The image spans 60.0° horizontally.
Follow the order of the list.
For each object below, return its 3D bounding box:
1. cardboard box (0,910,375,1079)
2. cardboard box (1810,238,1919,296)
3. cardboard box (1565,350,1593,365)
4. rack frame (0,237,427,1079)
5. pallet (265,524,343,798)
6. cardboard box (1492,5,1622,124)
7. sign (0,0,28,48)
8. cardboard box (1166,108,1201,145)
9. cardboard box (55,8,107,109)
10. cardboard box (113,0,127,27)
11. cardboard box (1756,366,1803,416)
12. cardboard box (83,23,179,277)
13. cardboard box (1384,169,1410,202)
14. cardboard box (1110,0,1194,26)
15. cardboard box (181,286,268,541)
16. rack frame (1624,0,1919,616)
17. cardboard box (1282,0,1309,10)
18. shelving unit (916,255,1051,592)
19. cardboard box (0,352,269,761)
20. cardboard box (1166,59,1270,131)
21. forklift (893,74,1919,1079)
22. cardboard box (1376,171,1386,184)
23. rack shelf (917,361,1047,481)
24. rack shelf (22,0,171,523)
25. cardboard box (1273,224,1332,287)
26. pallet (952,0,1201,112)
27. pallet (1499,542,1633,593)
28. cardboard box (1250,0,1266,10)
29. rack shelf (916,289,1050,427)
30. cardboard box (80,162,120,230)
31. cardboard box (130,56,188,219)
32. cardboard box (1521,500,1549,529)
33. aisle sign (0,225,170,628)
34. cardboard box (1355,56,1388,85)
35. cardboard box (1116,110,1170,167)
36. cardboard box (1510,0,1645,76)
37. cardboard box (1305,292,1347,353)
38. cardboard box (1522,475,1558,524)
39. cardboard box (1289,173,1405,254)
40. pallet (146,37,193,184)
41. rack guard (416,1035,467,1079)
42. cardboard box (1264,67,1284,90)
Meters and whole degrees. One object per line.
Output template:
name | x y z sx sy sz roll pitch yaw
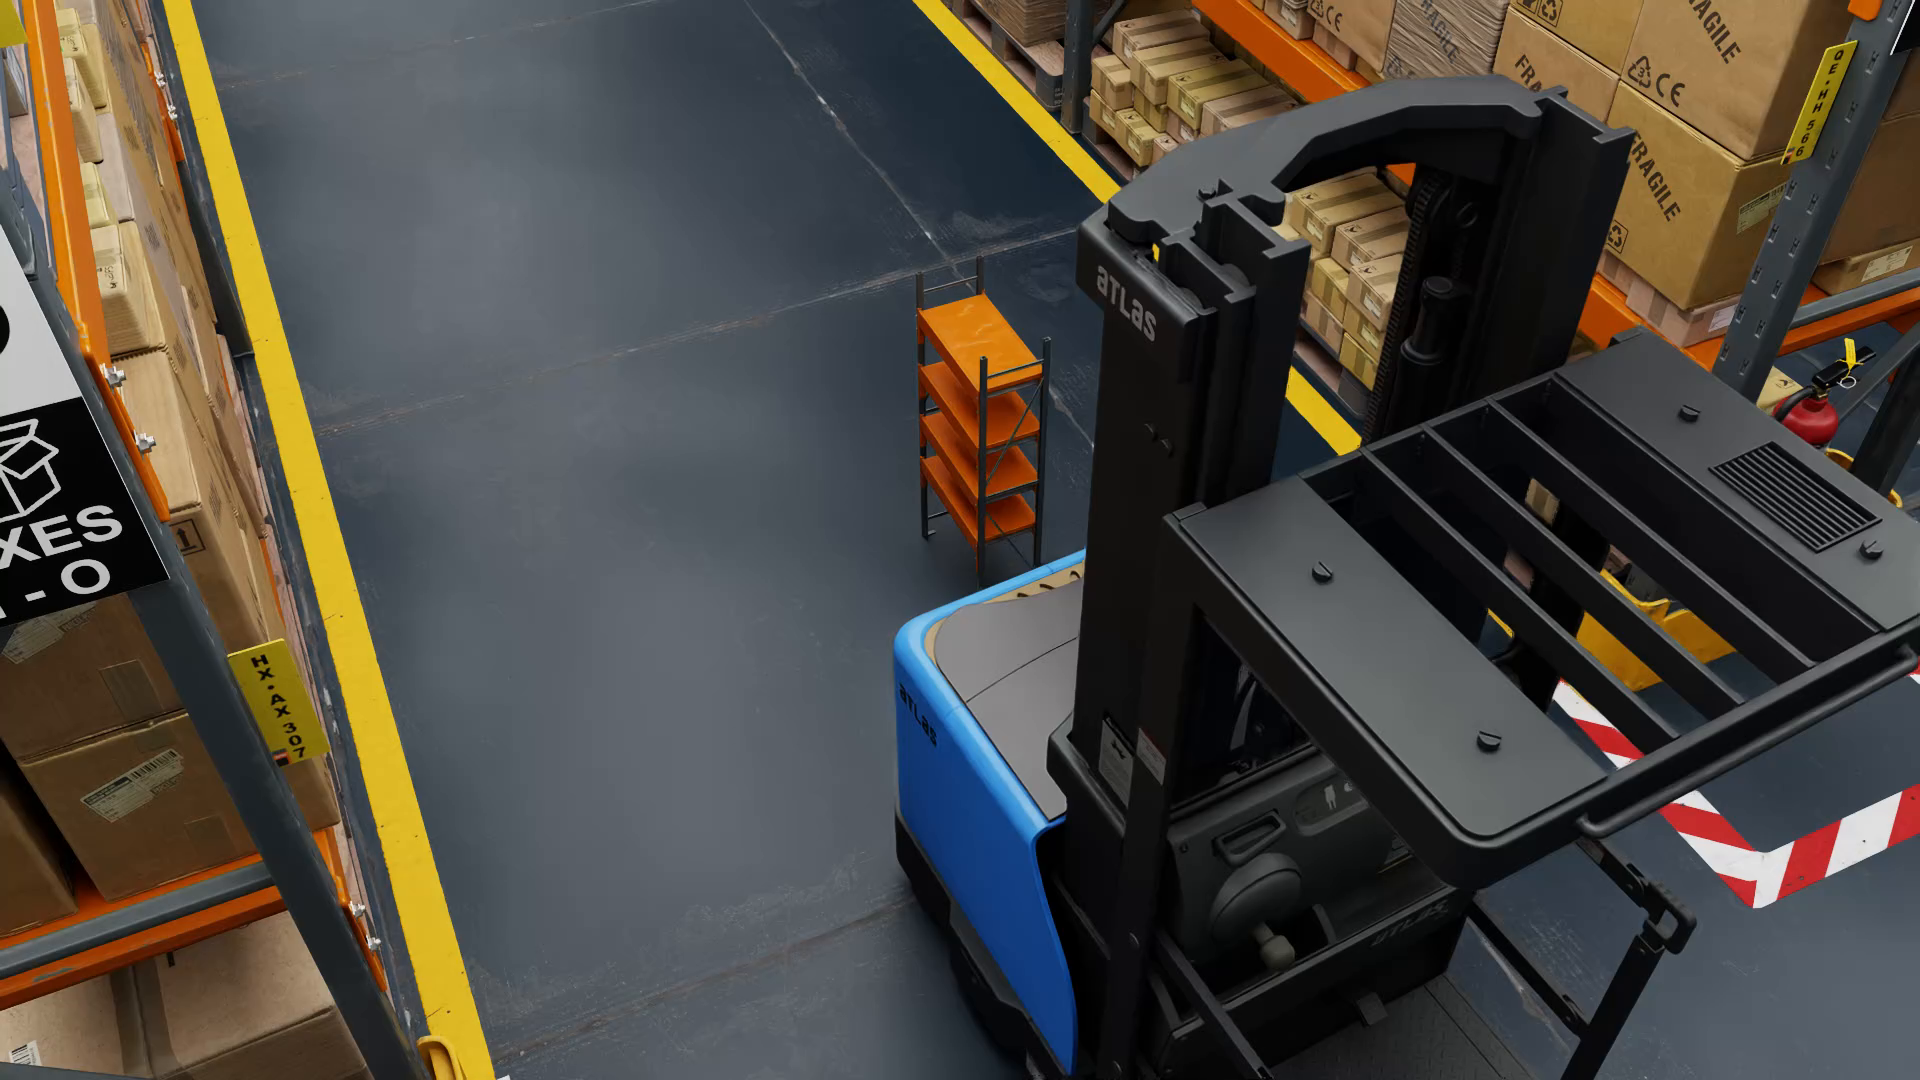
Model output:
cardboard box | -2.151 1.178 4.445 0.875 0.438 0.875 -20 48 -19
cardboard box | 2.827 -0.933 5.239 0.380 0.149 0.250 -18 48 -18
cardboard box | 2.160 -0.505 5.934 0.380 0.149 0.250 -17 47 -17
rack frame | -1.783 0.807 3.297 1.000 3.000 0.127 -18 47 -17
pallet | -2.699 0.537 5.556 1.003 0.211 1.213 -18 47 -17
cardboard box | 2.031 -1.401 5.251 0.500 0.500 0.500 -19 48 -18
sign | -1.277 -0.760 2.071 0.100 0.325 0.005 -18 47 -17
cardboard box | 1.169 -1.904 7.563 0.380 0.149 0.250 -18 47 -18
cardboard box | -2.295 -1.124 4.009 0.380 0.149 0.250 -19 48 -18
cardboard box | -3.016 -1.915 5.272 0.500 0.500 0.500 -18 48 -18
cardboard box | 2.754 -0.500 5.928 0.380 0.149 0.250 -20 48 -19
cardboard box | -2.384 -0.945 4.289 0.500 0.500 0.500 -18 47 -17
cardboard box | 1.990 -1.465 6.906 0.380 0.149 0.250 -18 47 -17
cardboard box | 0.914 -3.077 8.714 0.500 0.500 0.500 -16 47 -16
cardboard box | -2.160 -0.263 4.310 0.500 0.500 0.500 -18 47 -18
rack frame | 2.666 -0.719 4.843 1.000 3.000 0.127 -18 47 -17
cardboard box | 1.357 -2.375 6.238 0.500 0.500 0.500 -19 48 -18
shelving unit | 0.070 -0.322 5.722 0.258 1.200 0.503 -18 47 -17
cardboard box | -1.726 0.025 3.306 0.500 0.500 0.500 -19 48 -18
cardboard box | 1.154 -1.994 7.443 0.380 0.149 0.250 -19 48 -18
forklift | 0.956 0.696 3.458 1.130 2.935 3.031 -21 48 -20
cardboard box | 1.894 -1.546 7.200 0.380 0.149 0.250 -20 48 -19
rack shelf | 0.070 -0.433 5.612 0.258 0.148 0.480 -18 47 -17
rack shelf | -2.624 -1.279 3.787 1.077 0.370 4.000 -18 47 -17
cardboard box | 1.503 -1.205 6.855 0.380 0.149 0.250 -18 47 -17
pallet | 0.655 -2.772 8.909 1.003 0.211 1.213 -18 47 -17
pallet | 2.324 -0.303 6.407 1.003 0.211 1.213 -18 47 -17
cardboard box | 1.297 -2.250 6.573 0.380 0.149 0.250 -17 47 -17
rack shelf | 0.070 -0.601 5.446 0.258 0.148 0.480 -18 47 -17
cardboard box | -1.988 -0.631 3.509 0.380 0.149 0.250 -19 48 -19
cardboard box | -2.817 -1.231 5.291 0.500 0.500 0.500 -19 48 -18
cardboard box | 2.255 -0.128 5.975 0.380 0.149 0.250 -17 47 -17
aisle sign | -1.490 -0.158 2.424 0.394 0.787 0.004 -18 47 -17
cardboard box | 1.684 -1.765 6.082 0.380 0.149 0.250 -17 47 -17
cardboard box | 0.957 -1.907 7.777 0.380 0.149 0.250 -17 47 -16
cardboard box | 2.035 -1.758 4.901 0.500 0.500 0.500 -20 48 -19
cardboard box | 1.646 -0.933 6.791 0.380 0.149 0.250 -17 47 -17
cardboard box | 2.185 -0.212 5.848 0.380 0.149 0.250 -19 48 -18
cardboard box | 1.575 -1.331 6.770 0.380 0.149 0.250 -18 47 -17
pallet | -4.375 -1.998 8.124 1.003 0.211 1.213 -18 47 -17
rack guard | -1.773 1.712 4.159 1.175 0.500 0.348 -18 47 -17
cardboard box | 1.624 -2.157 7.608 0.380 0.149 0.250 -18 48 -18
